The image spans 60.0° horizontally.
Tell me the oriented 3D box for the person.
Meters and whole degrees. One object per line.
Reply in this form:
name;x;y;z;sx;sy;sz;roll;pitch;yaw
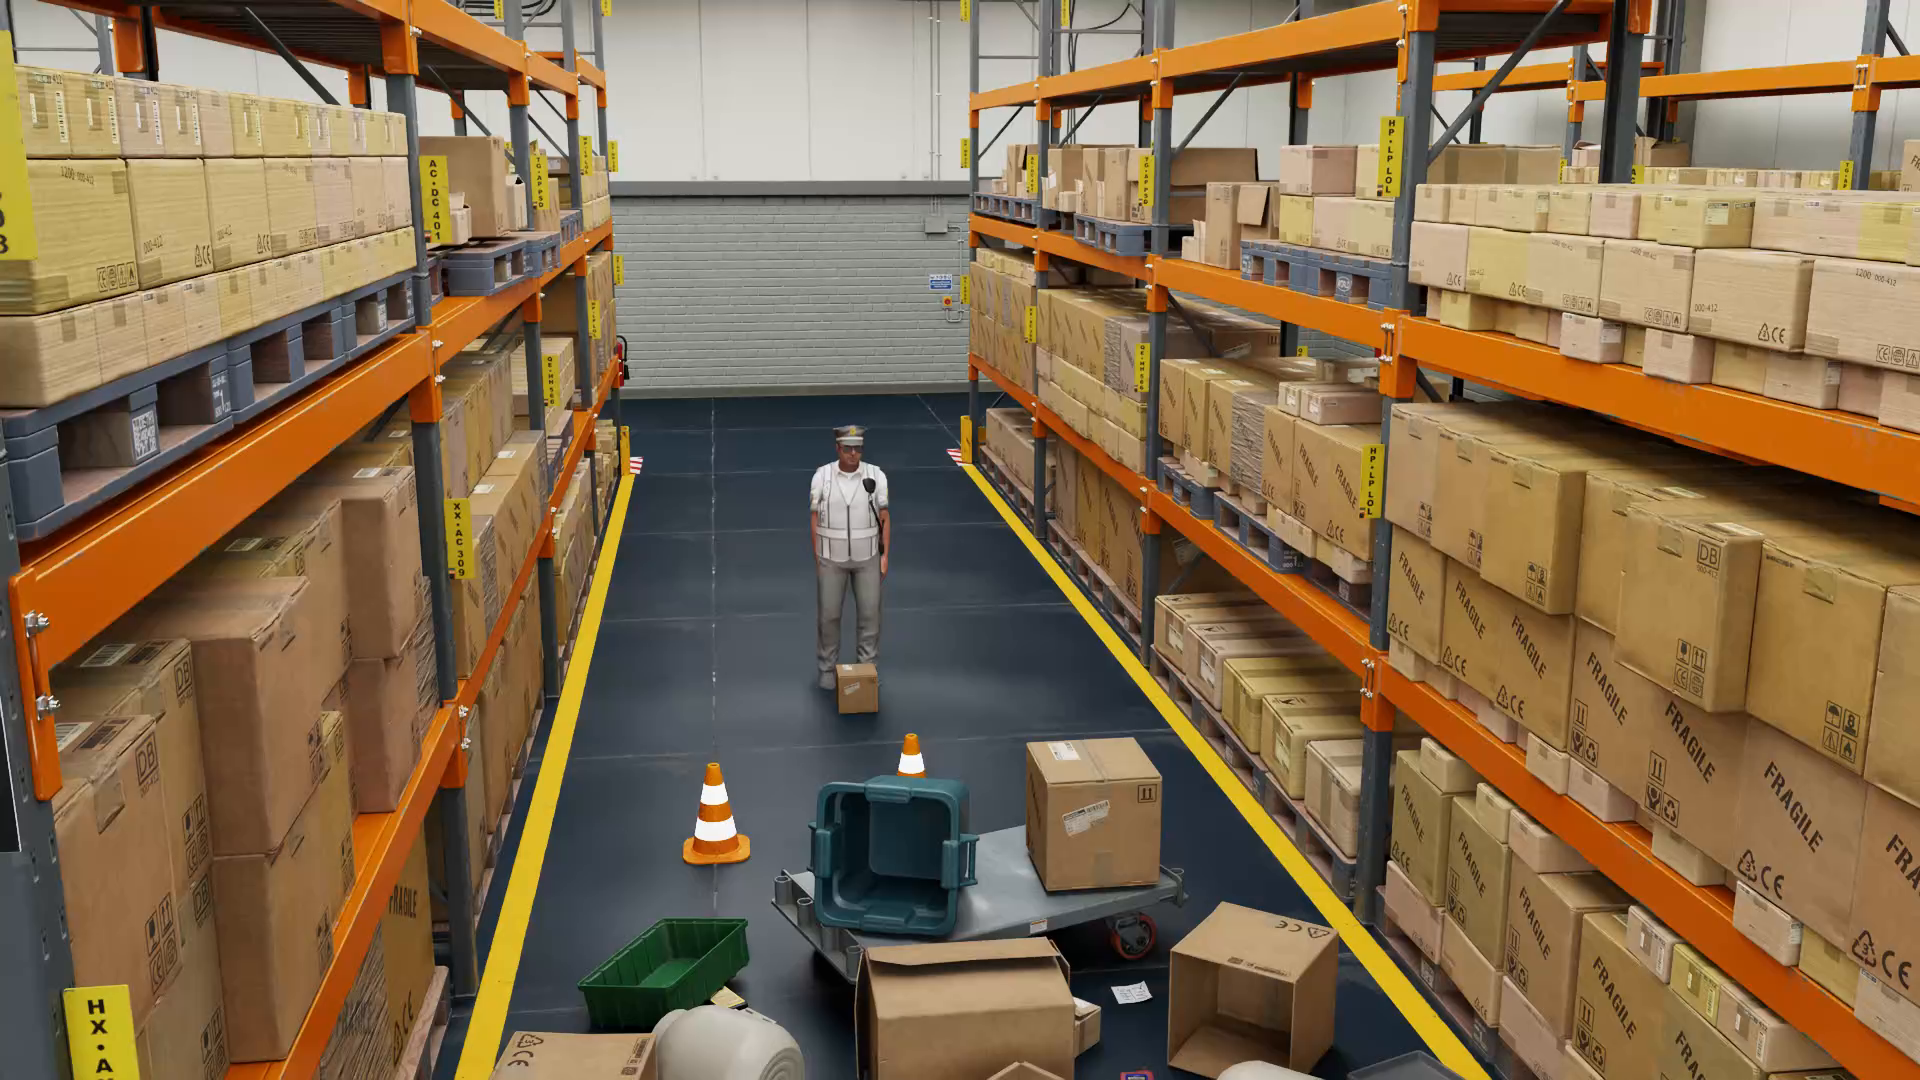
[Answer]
person;-0.718;0.124;10.998;0.527;1.798;0.392;-2;13;-7
